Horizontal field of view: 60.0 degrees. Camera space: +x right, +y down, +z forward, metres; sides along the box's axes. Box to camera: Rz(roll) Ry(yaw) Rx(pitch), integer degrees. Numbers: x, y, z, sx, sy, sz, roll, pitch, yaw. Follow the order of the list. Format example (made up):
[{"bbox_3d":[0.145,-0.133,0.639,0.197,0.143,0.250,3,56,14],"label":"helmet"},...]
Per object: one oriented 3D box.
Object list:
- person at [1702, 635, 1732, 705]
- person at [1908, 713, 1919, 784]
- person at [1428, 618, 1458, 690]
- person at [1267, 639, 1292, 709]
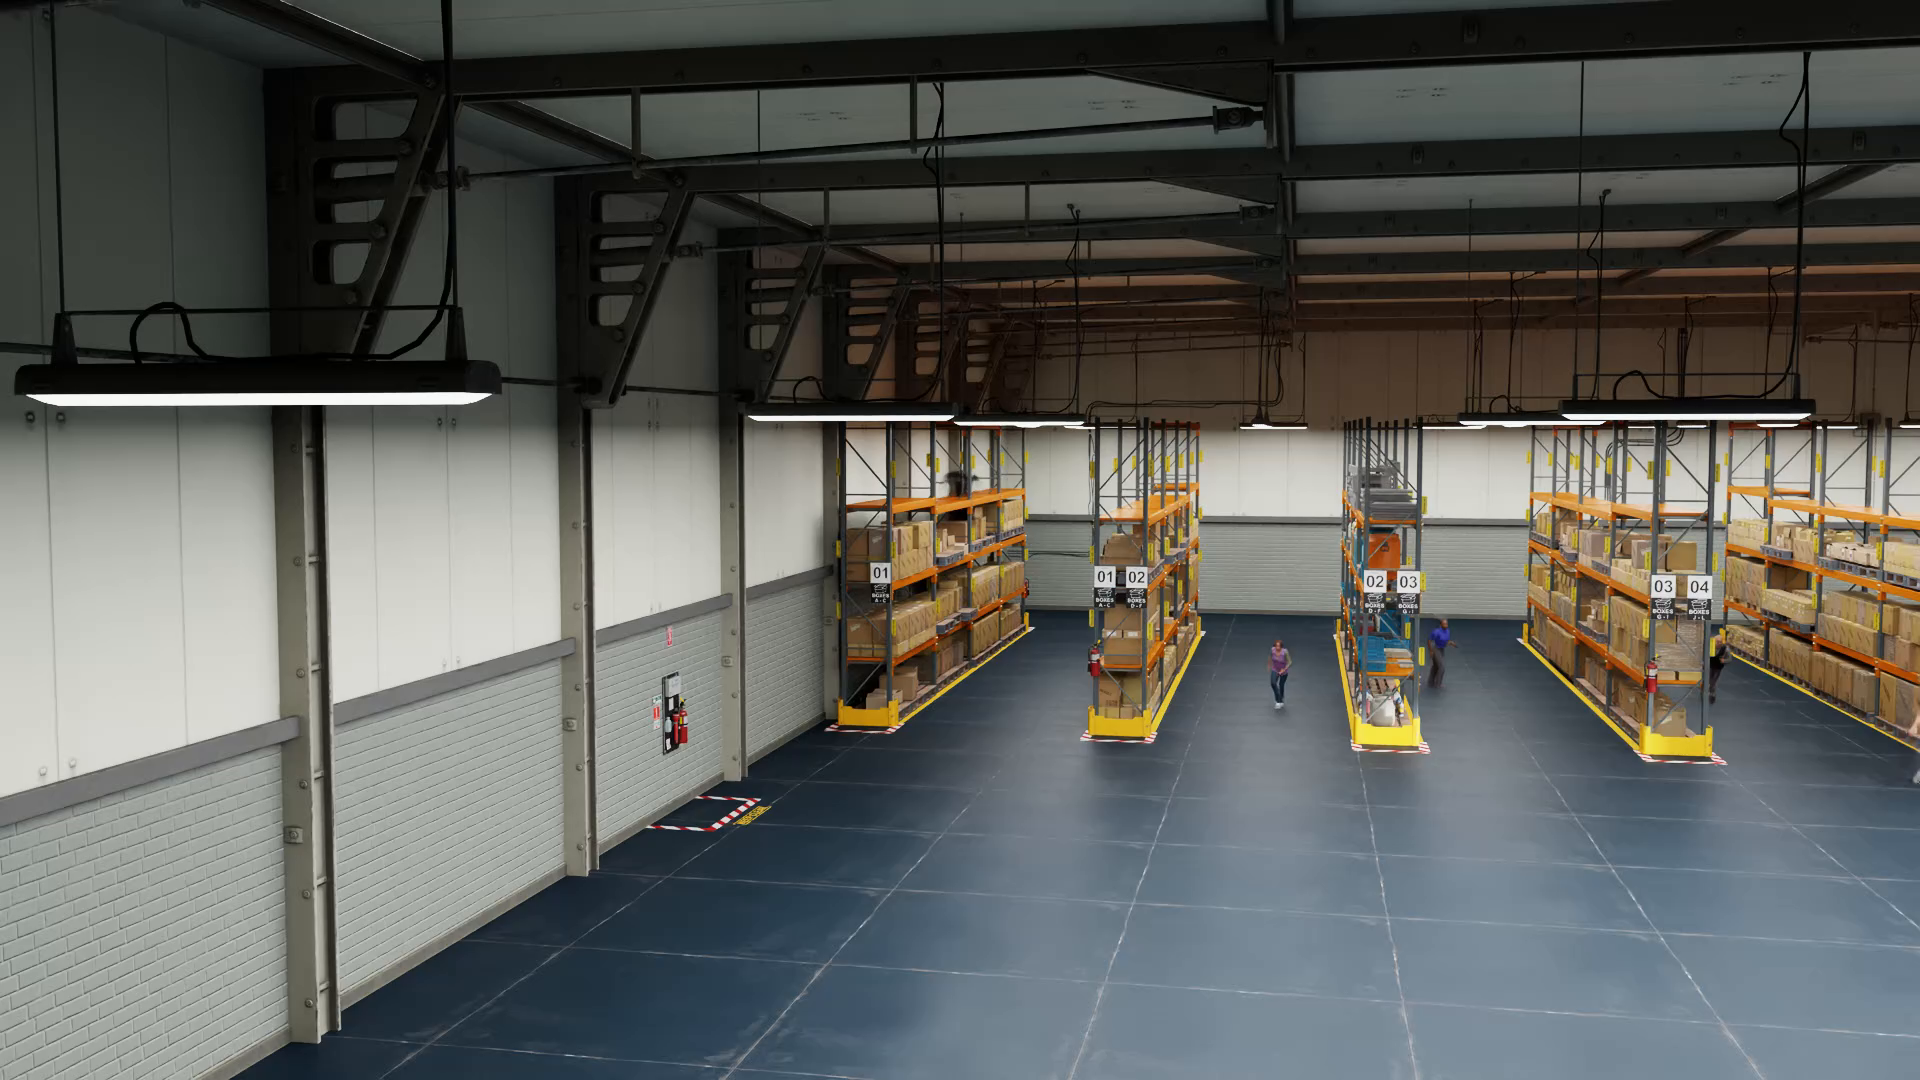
[{"bbox_3d":[15.925,2.710,35.133,0.638,1.501,1.154,1,4,17],"label":"person"},{"bbox_3d":[15.869,3.174,26.792,0.865,1.699,0.643,0,4,3],"label":"person"},{"bbox_3d":[10.786,2.527,37.246,0.601,1.599,0.824,-3,5,-43],"label":"person"},{"bbox_3d":[6.682,2.747,34.628,0.541,1.445,0.968,1,4,22],"label":"person"}]
